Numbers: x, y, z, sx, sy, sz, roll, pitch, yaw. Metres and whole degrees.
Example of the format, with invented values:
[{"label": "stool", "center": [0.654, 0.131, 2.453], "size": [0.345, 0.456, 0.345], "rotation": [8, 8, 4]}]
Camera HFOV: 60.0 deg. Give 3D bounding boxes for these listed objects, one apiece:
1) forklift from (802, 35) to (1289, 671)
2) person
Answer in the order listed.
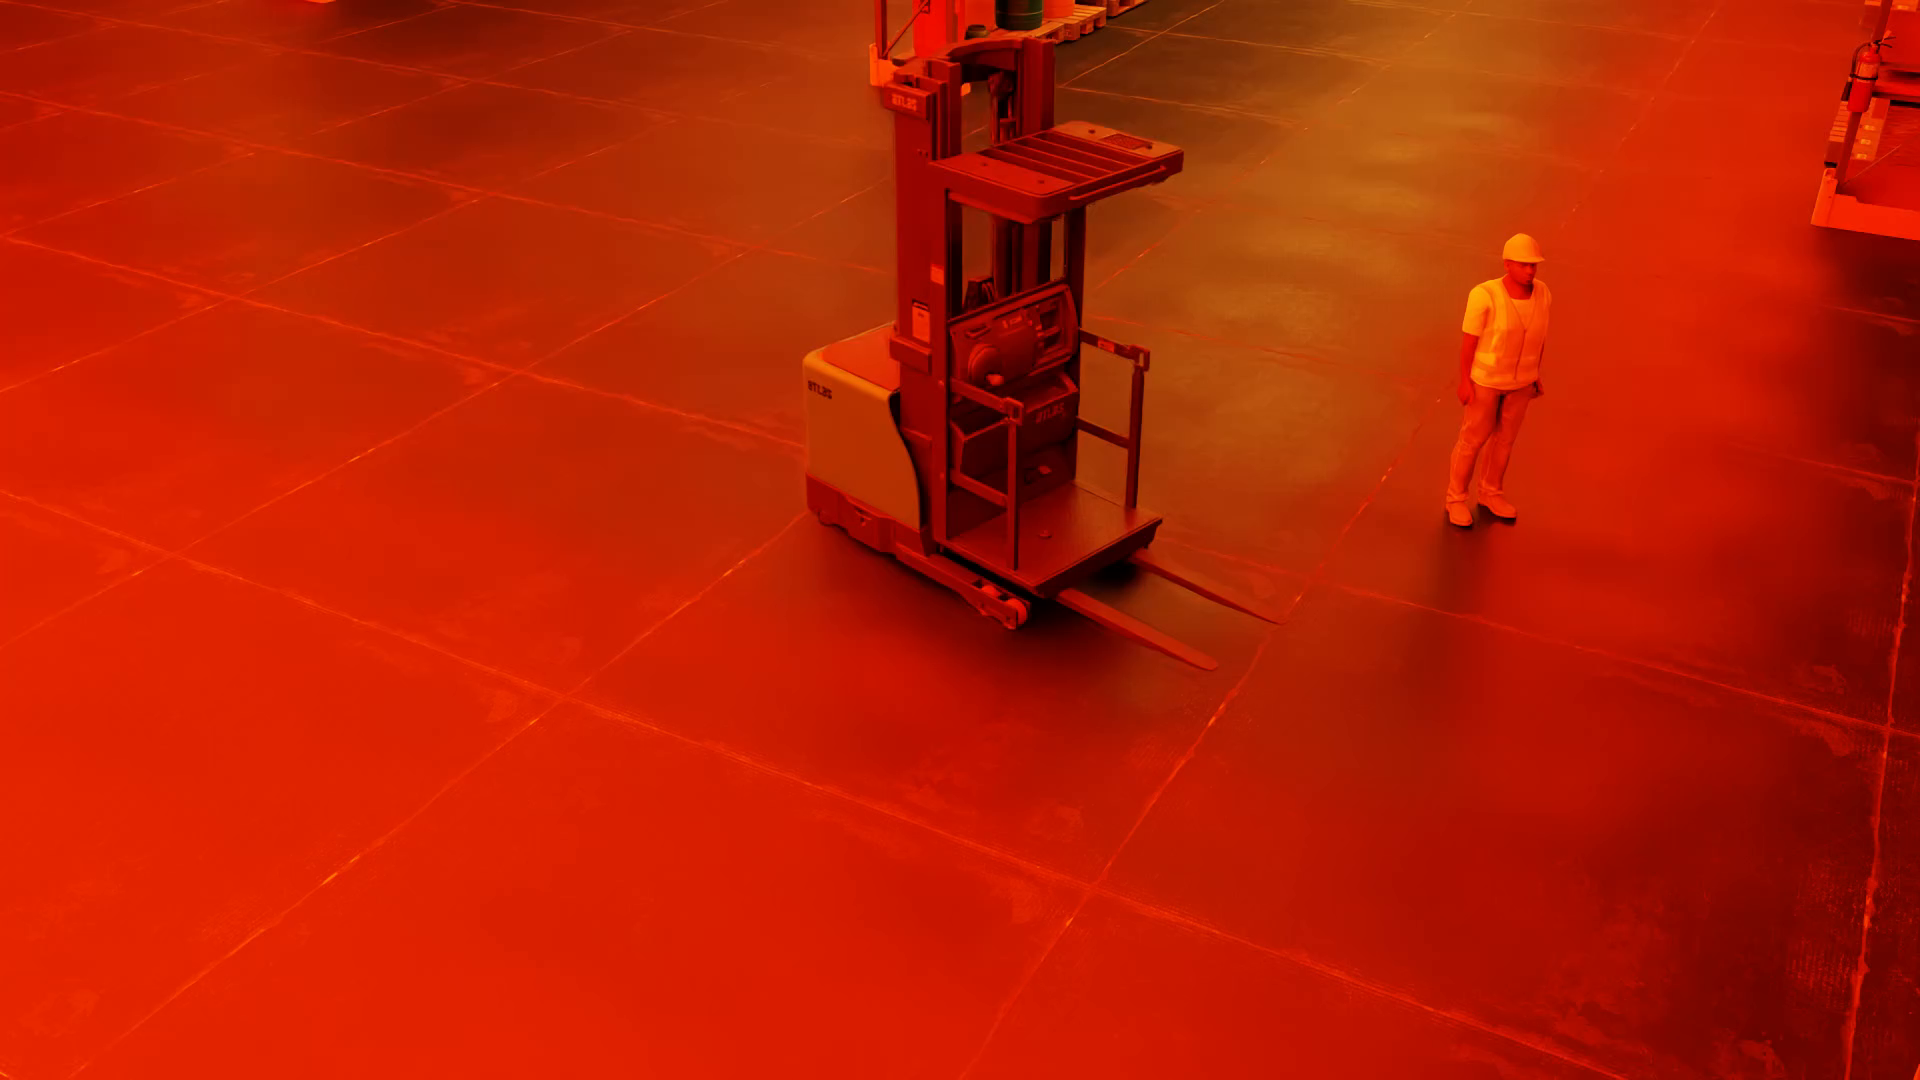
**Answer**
[{"label": "forklift", "center": [0.449, -1.071, 8.927], "size": [1.130, 2.935, 3.031], "rotation": [-26, 39, -37]}, {"label": "person", "center": [3.228, -0.949, 9.881], "size": [0.557, 1.770, 0.390], "rotation": [-8, 31, -14]}]
